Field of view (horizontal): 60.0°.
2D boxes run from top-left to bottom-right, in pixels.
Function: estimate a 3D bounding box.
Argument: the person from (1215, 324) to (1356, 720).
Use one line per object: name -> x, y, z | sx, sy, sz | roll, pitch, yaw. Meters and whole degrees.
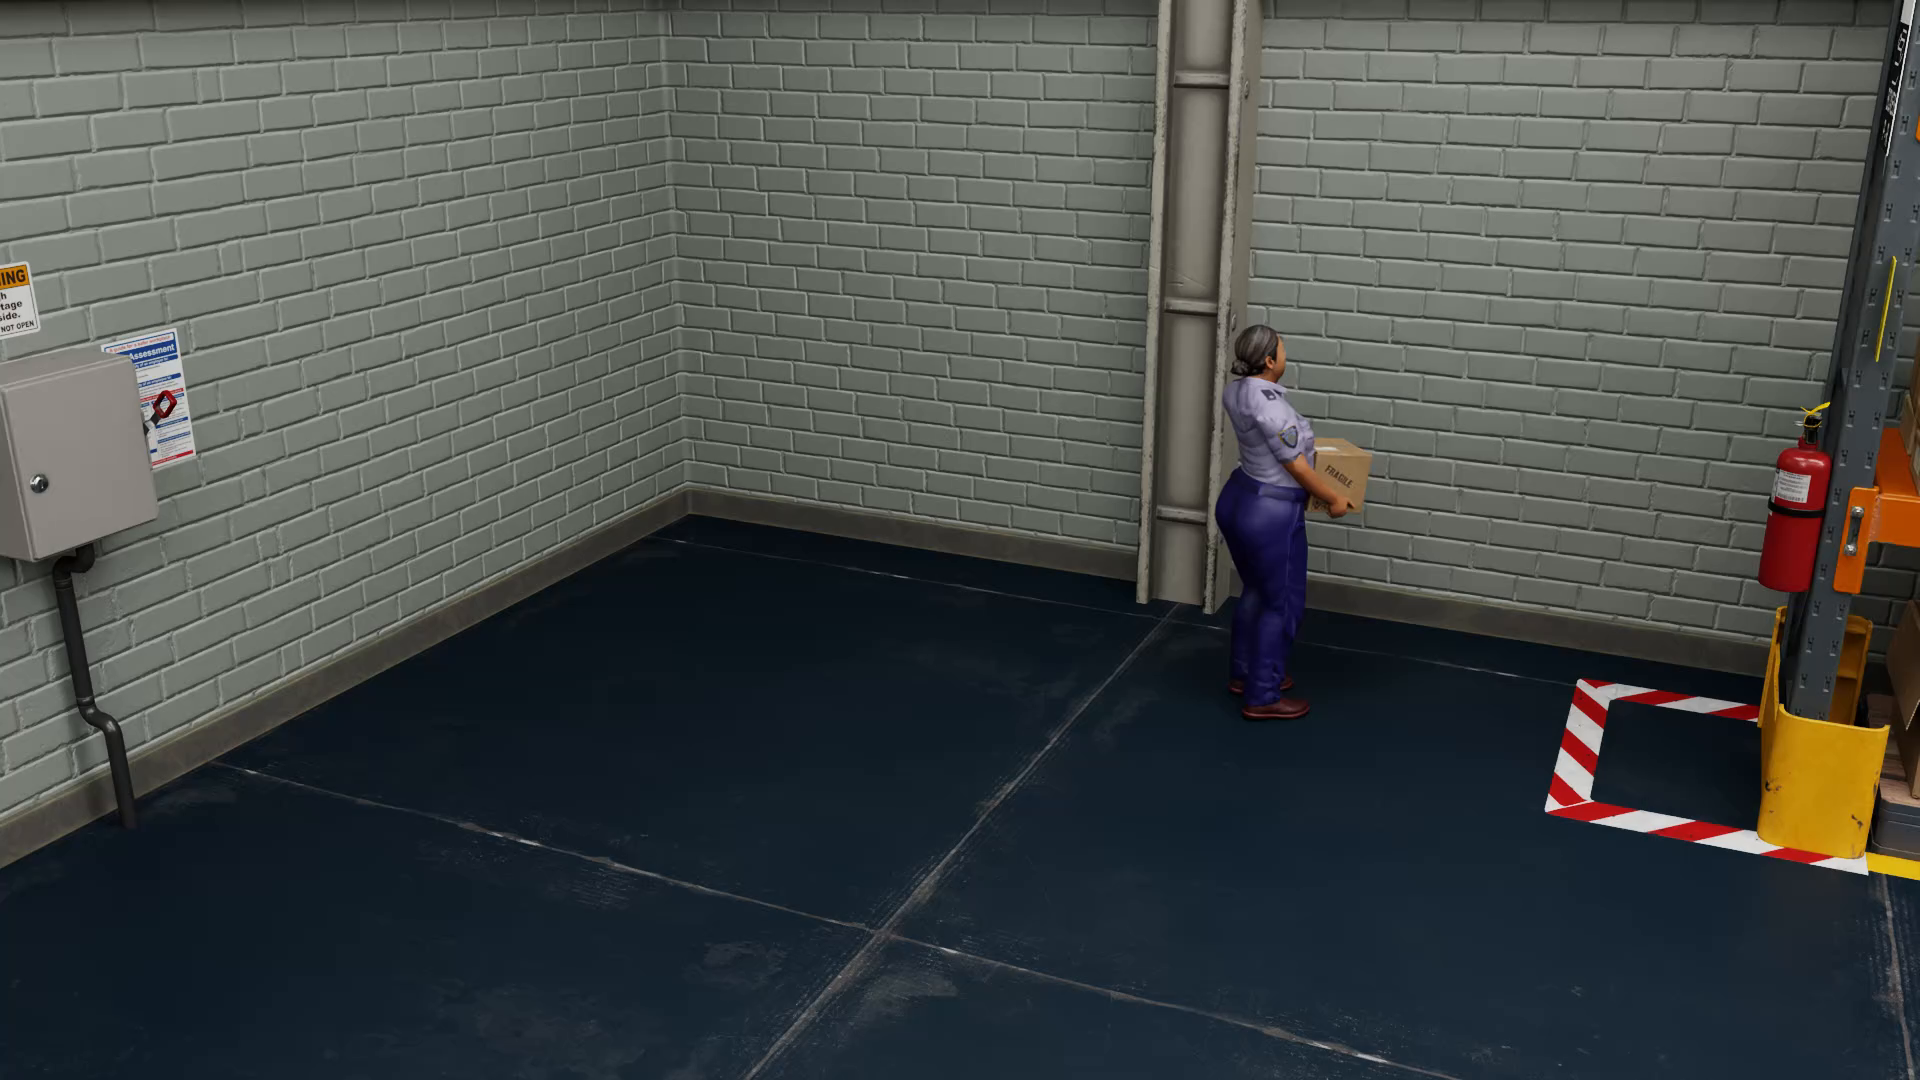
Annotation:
person -> 1.324, -0.082, 6.860 | 0.517, 1.622, 0.452 | -5, 20, -15
